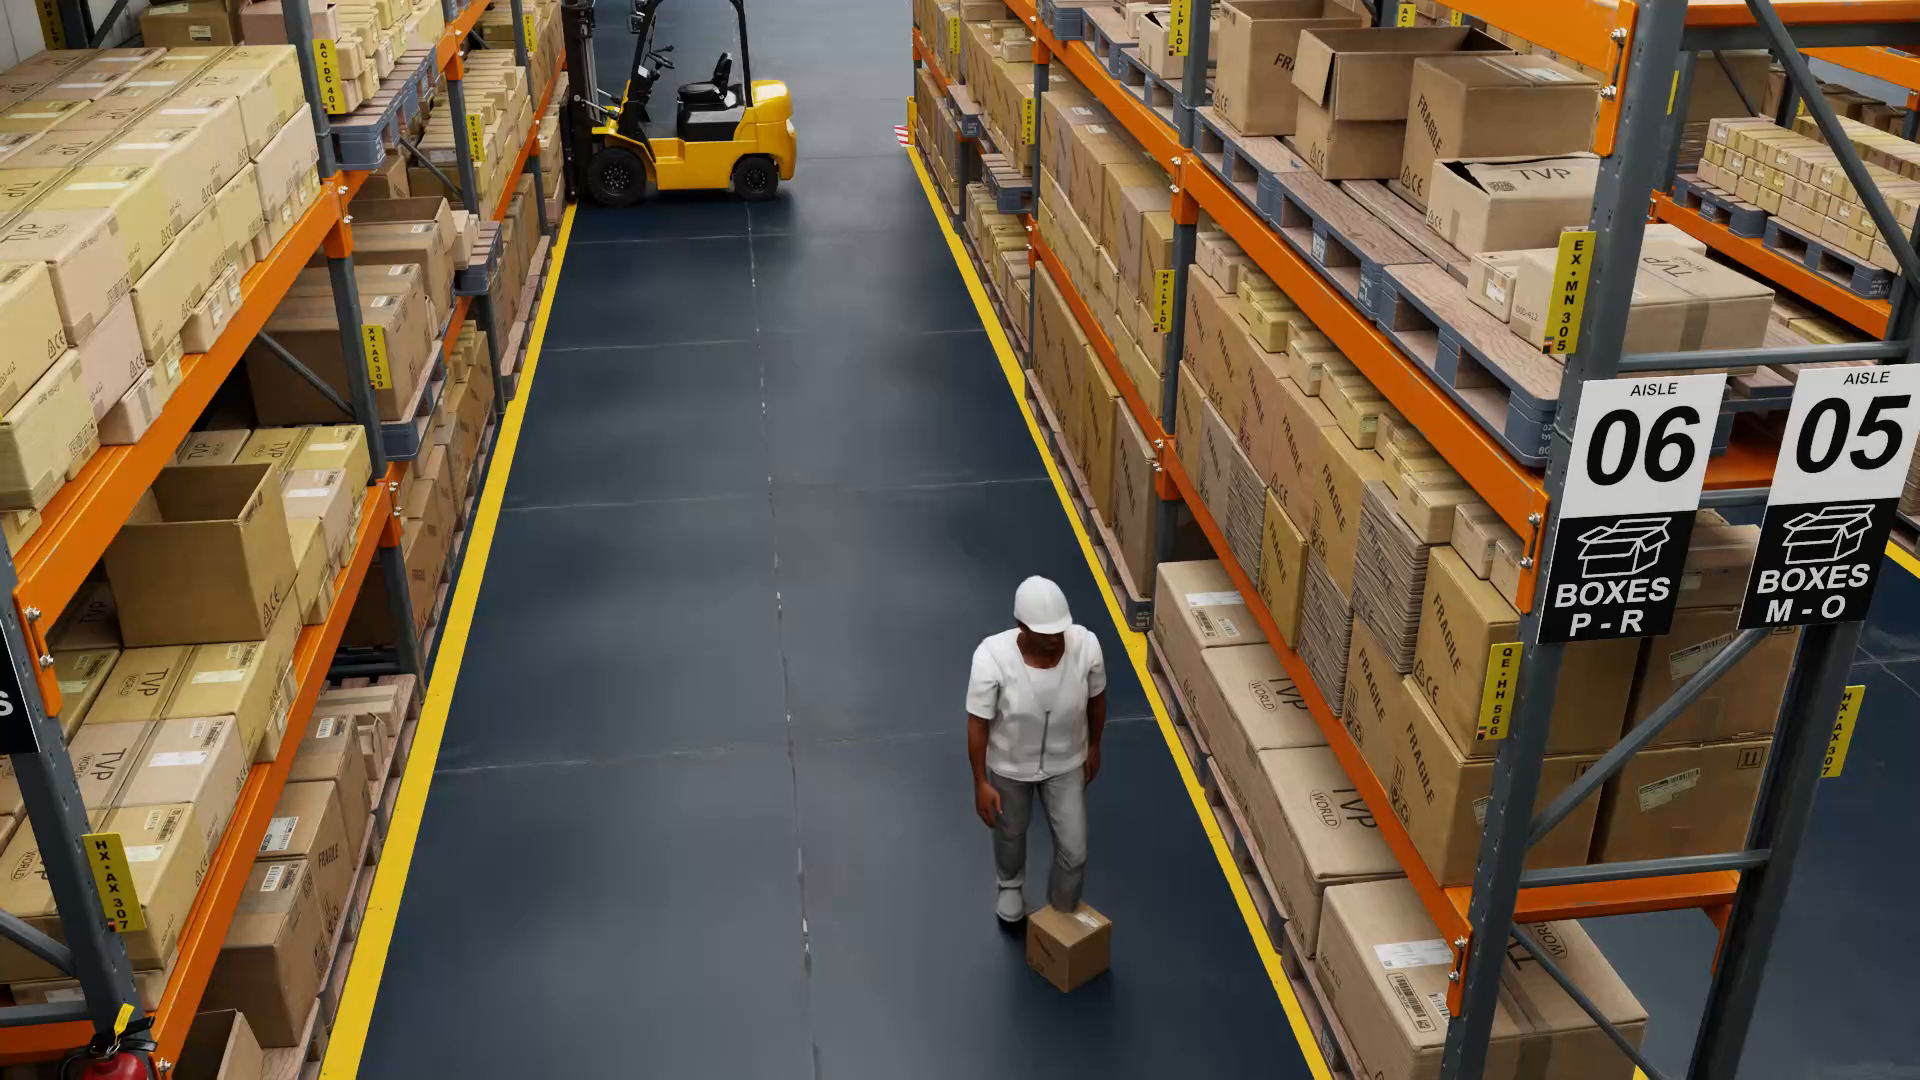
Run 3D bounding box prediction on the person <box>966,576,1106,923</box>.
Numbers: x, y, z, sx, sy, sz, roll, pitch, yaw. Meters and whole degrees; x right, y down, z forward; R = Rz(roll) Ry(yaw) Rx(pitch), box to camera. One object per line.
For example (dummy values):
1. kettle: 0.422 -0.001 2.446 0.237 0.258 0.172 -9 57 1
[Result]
1. person: 0.310 0.932 6.818 0.593 1.831 0.624 -3 27 -6
